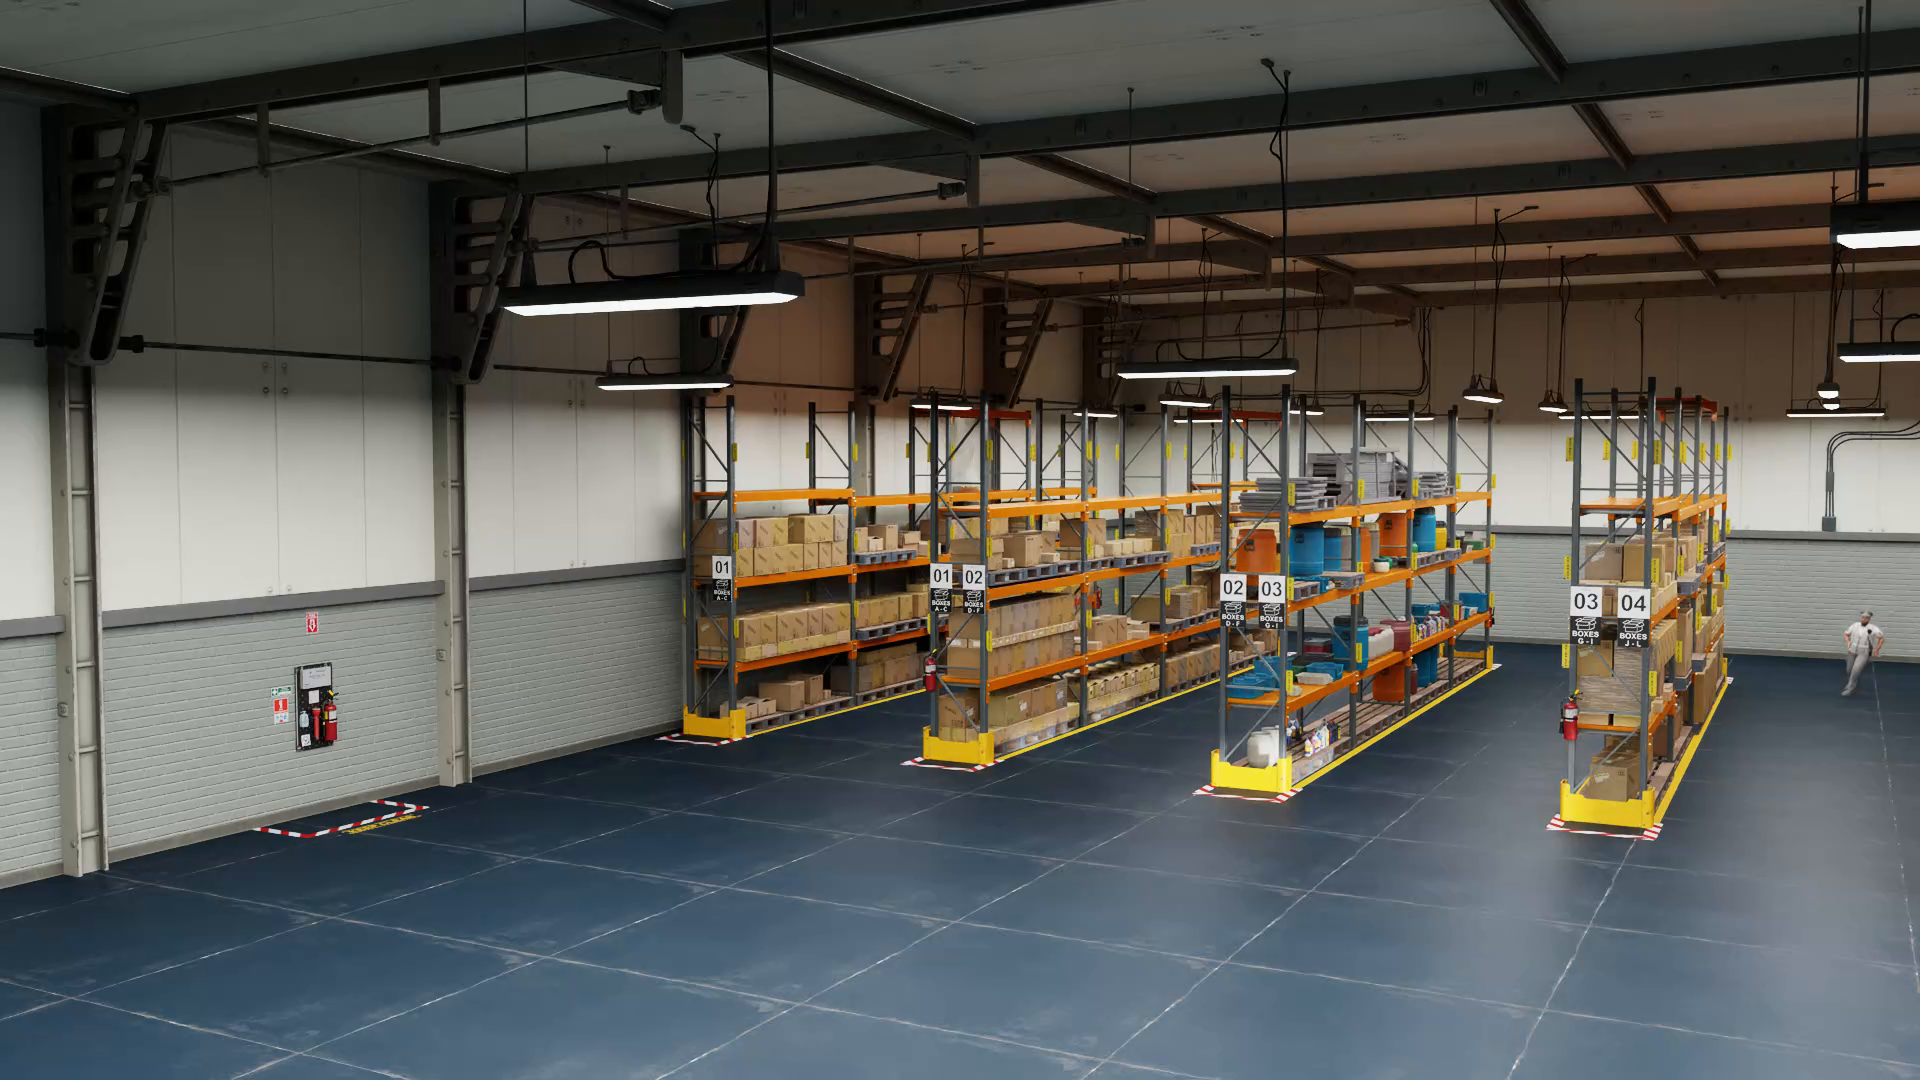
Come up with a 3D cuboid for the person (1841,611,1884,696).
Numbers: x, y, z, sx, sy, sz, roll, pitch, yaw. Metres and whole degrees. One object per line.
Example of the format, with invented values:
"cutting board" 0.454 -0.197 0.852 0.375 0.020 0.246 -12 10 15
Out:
"person" 18.543 2.317 34.257 0.933 1.747 0.735 -3 4 -44
